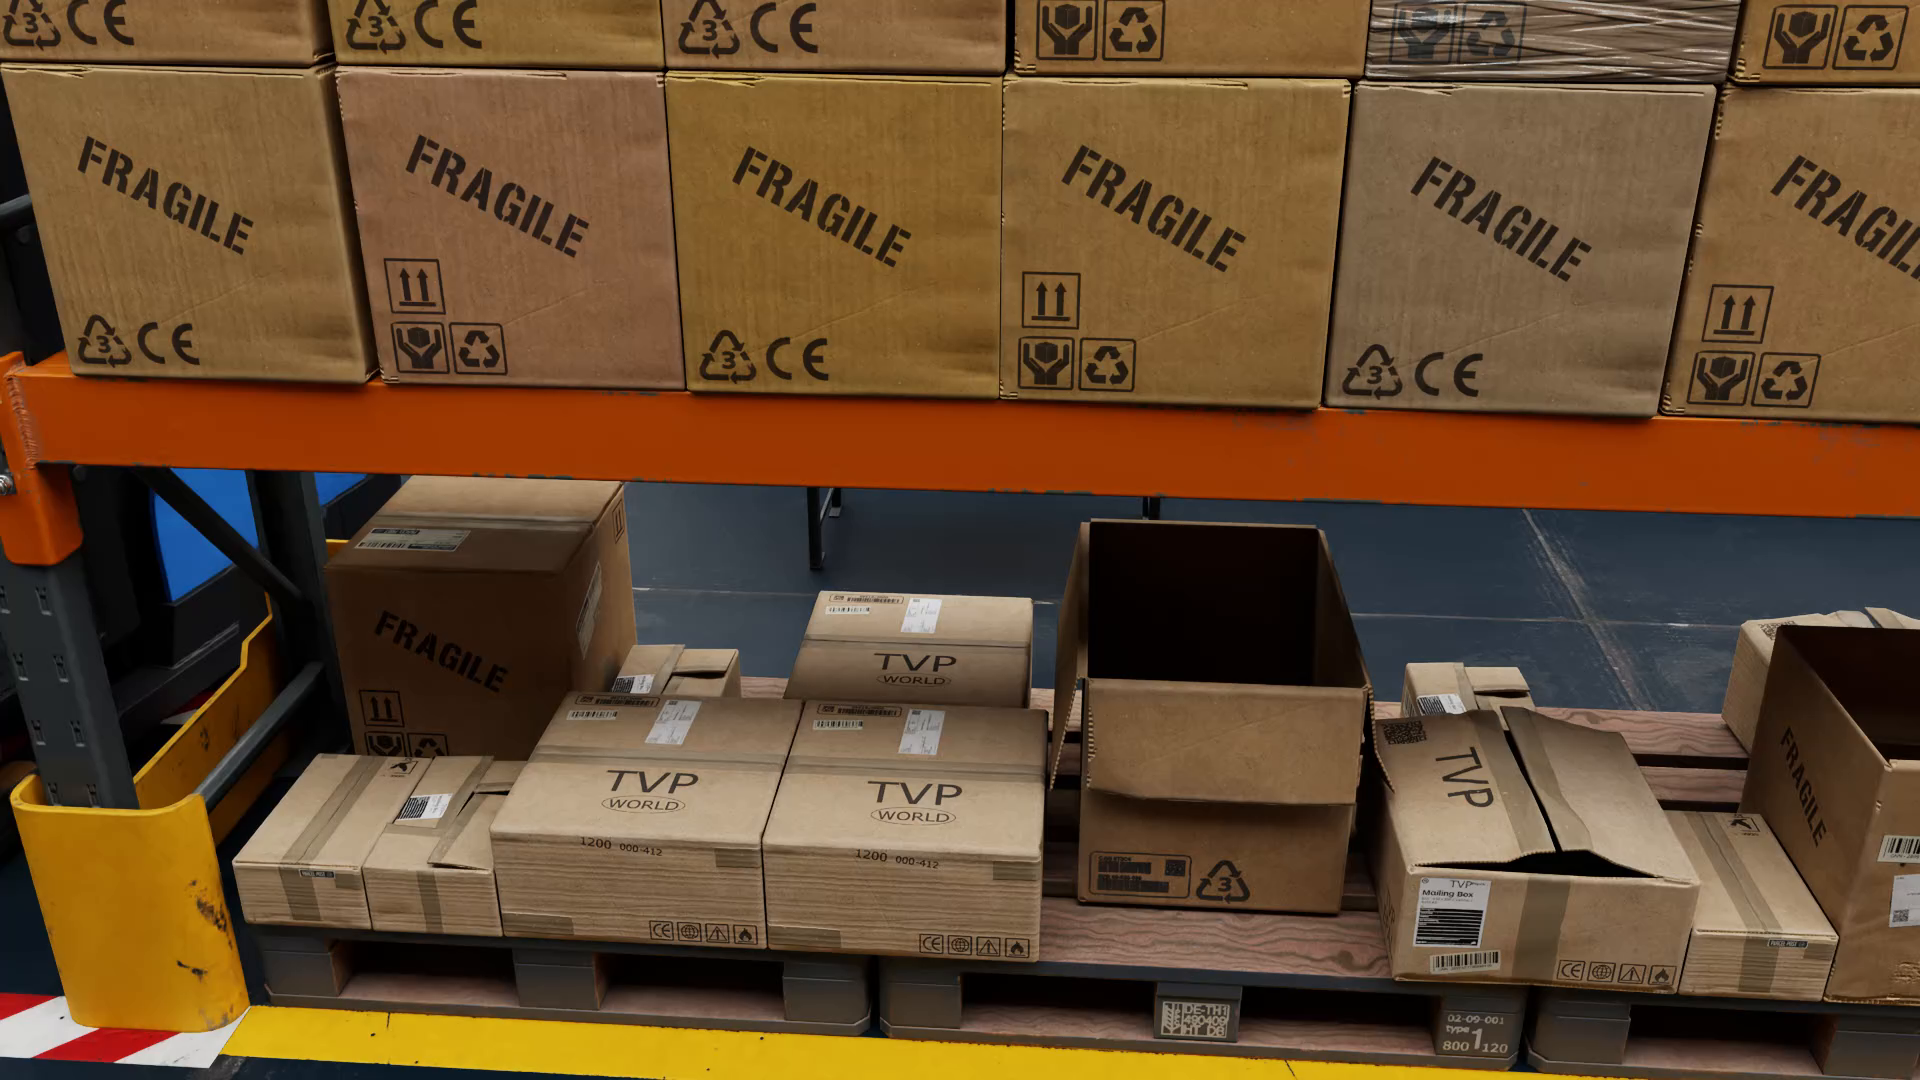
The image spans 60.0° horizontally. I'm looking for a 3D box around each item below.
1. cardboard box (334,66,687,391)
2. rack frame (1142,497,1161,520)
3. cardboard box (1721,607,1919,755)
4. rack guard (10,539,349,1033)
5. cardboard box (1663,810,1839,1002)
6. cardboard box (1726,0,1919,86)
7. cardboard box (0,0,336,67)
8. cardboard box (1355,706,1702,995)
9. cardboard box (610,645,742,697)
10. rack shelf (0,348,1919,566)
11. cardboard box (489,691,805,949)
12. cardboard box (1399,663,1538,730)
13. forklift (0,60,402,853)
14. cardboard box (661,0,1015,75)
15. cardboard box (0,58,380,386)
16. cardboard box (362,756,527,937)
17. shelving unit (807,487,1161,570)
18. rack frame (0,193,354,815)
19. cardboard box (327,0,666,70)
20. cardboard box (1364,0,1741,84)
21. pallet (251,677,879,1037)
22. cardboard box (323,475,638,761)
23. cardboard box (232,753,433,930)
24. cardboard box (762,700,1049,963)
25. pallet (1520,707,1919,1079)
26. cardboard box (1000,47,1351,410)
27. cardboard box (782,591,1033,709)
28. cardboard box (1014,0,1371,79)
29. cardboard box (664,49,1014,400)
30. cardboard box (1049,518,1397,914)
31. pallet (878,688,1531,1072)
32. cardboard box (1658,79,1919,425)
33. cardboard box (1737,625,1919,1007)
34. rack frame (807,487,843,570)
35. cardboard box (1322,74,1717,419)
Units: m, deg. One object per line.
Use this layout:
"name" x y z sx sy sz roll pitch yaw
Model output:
"cardboard box" -0.668 -0.573 2.787 0.500 0.500 0.500 2 25 3
"rack frame" 0.592 -0.662 4.895 0.032 1.500 0.500 2 25 4
"cardboard box" 1.982 0.380 3.526 0.500 0.311 0.500 2 25 4
"rack guard" -1.529 0.472 3.626 0.348 0.500 1.175 2 25 4
"cardboard box" 1.415 0.670 3.089 0.250 0.149 0.380 2 25 4
"cardboard box" 1.349 -0.961 2.435 0.500 0.500 0.500 1 25 3
"cardboard box" -1.182 -1.041 2.609 0.500 0.500 0.500 3 25 6
"cardboard box" 1.046 0.560 3.136 0.500 0.311 0.500 2 25 4
"cardboard box" -0.647 0.387 3.685 0.250 0.166 0.380 2 25 4
"rack shelf" 0.389 -0.275 3.120 4.000 0.370 1.077 2 25 4
"cardboard box" -0.586 0.535 3.262 0.500 0.250 0.500 2 25 4
"cardboard box" 1.118 0.422 3.607 0.250 0.166 0.380 2 25 4
"forklift" -2.585 -0.766 3.408 1.130 2.935 3.031 7 26 14
"cardboard box" -0.162 -1.010 2.540 0.500 0.500 0.500 2 25 5
"cardboard box" -1.182 -0.587 2.818 0.500 0.500 0.500 2 25 5
"cardboard box" -0.964 0.586 3.251 0.250 0.166 0.380 2 25 4
"shelving unit" 0.085 -0.679 4.931 1.048 1.500 0.538 2 25 4
"rack frame" -1.605 -0.666 3.109 0.127 3.000 1.000 2 25 4
"cardboard box" -0.661 -1.028 2.580 0.500 0.500 0.500 2 25 5
"cardboard box" 0.846 -0.977 2.470 0.500 0.500 0.500 2 25 4
"pallet" -0.734 0.629 3.632 1.213 0.211 1.003 2 25 4
"cardboard box" -1.044 0.185 3.725 0.500 0.500 0.500 2 25 4
"cardboard box" -1.214 0.586 3.272 0.250 0.149 0.380 2 25 4
"cardboard box" -0.087 0.551 3.227 0.500 0.250 0.500 2 25 4
"pallet" 1.699 0.707 3.462 1.213 0.211 1.003 2 25 4
"cardboard box" 0.331 -0.539 2.713 0.500 0.500 0.500 2 25 5
"cardboard box" -0.099 0.341 3.684 0.500 0.250 0.500 2 25 4
"cardboard box" 0.344 -0.994 2.506 0.500 0.500 0.500 2 25 4
"cardboard box" -0.167 -0.556 2.750 0.500 0.500 0.500 2 25 4
"cardboard box" 0.510 0.338 3.386 0.637 0.503 0.797 2 25 4
"pallet" 0.479 0.669 3.545 1.213 0.211 1.003 2 25 4
"cardboard box" 1.351 -0.508 2.647 0.500 0.500 0.500 3 25 5
"cardboard box" 1.794 0.498 3.044 0.500 0.500 0.500 2 25 4
"rack frame" -0.422 -0.695 4.966 0.032 1.500 0.500 2 25 4
"cardboard box" 0.839 -0.524 2.680 0.500 0.500 0.500 2 25 5
